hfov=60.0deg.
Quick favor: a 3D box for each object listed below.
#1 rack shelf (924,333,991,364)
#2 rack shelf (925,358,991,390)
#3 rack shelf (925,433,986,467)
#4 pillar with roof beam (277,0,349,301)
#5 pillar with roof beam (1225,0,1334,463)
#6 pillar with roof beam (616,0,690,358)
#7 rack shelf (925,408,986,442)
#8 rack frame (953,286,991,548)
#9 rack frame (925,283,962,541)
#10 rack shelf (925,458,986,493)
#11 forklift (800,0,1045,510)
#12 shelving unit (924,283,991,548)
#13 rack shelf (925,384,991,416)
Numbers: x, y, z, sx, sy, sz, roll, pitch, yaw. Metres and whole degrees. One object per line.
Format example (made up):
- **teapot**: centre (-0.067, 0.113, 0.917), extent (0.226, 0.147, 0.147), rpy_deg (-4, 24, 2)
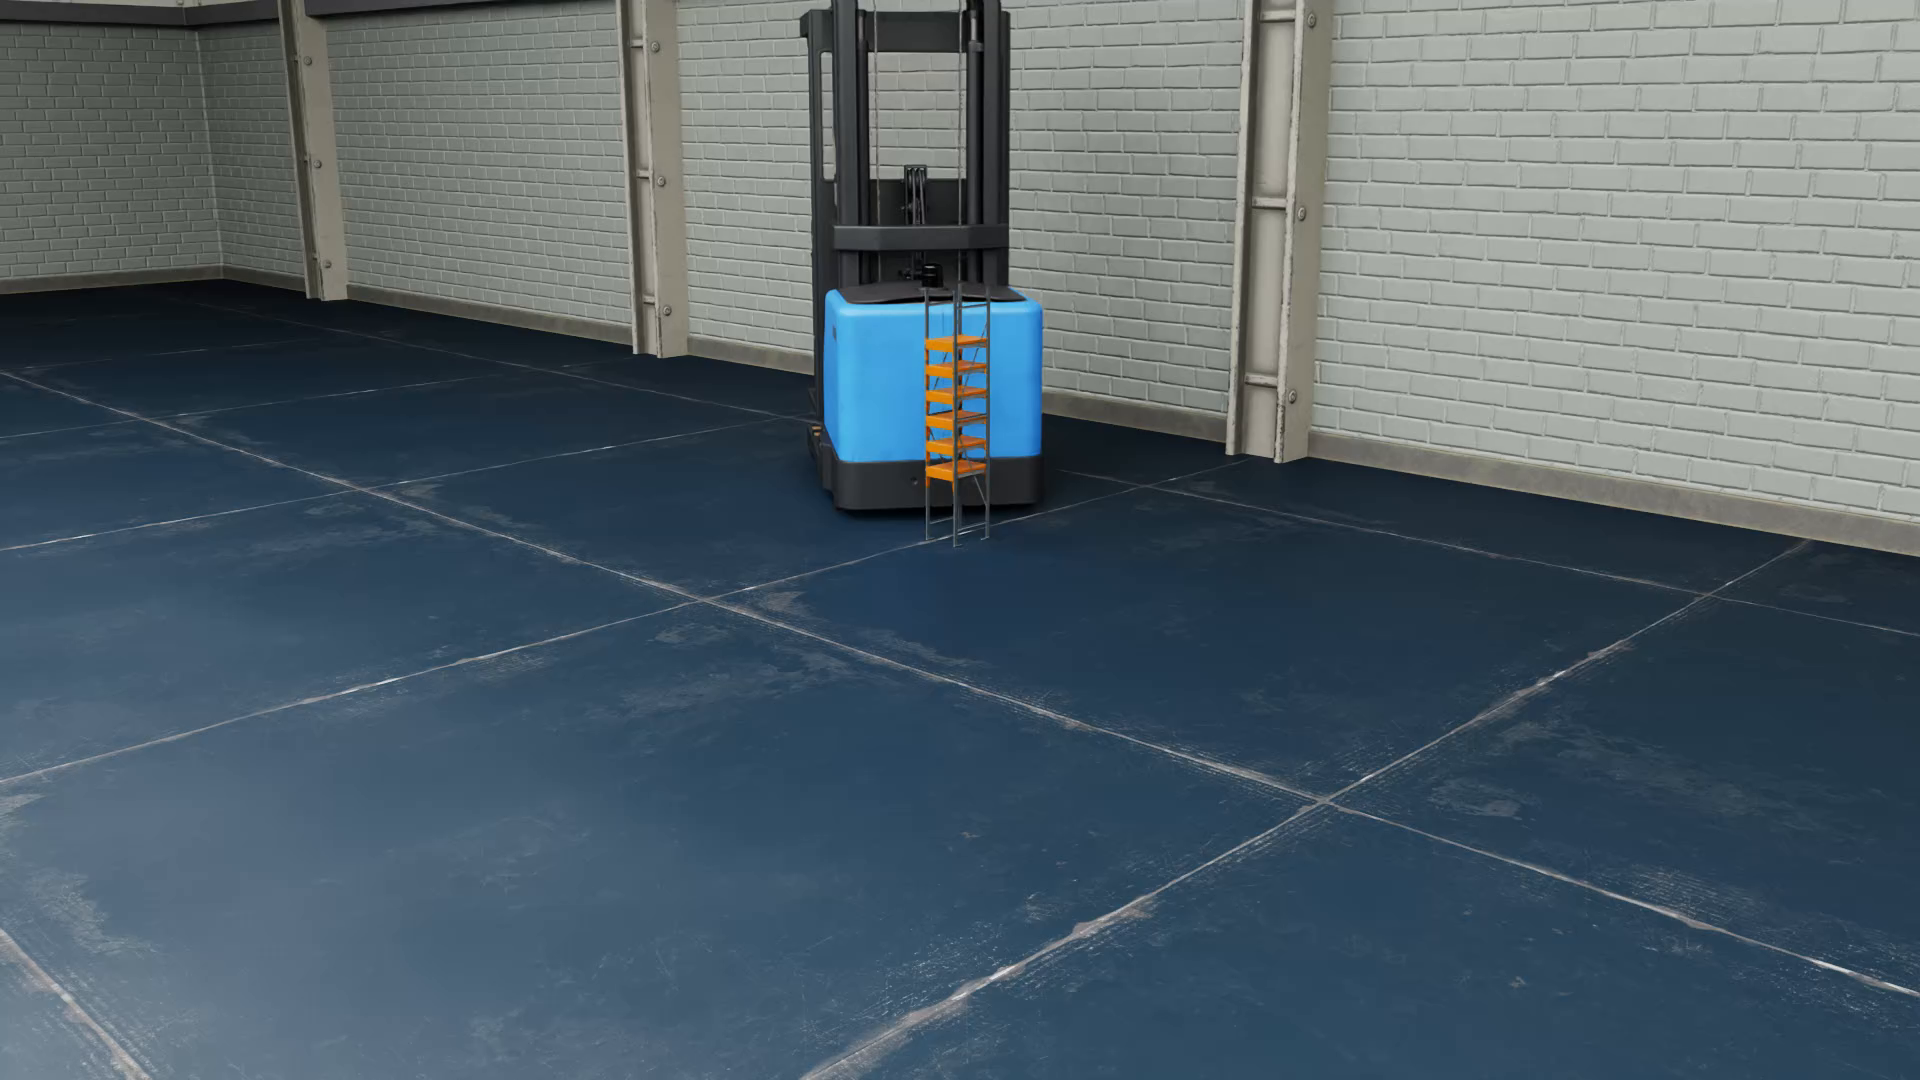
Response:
- **rack shelf**: centre (-0.010, -0.889, 7.711), extent (0.180, 0.103, 0.258), rpy_deg (14, 20, 42)
- **rack shelf**: centre (-0.010, -0.772, 7.741), extent (0.180, 0.103, 0.258), rpy_deg (14, 20, 42)
- **rack shelf**: centre (-0.010, -0.424, 7.832), extent (0.180, 0.103, 0.258), rpy_deg (14, 20, 42)
- **pillar with roof beam**: centre (-9.800, -6.180, 13.803), extent (0.400, 9.000, 9.100), rpy_deg (14, 20, 42)
- **pillar with roof beam**: centre (-1.162, -4.080, 5.743), extent (0.400, 9.000, 9.100), rpy_deg (14, 20, 42)
- **pillar with roof beam**: centre (-5.481, -5.130, 9.773), extent (0.400, 9.000, 9.100), rpy_deg (14, 20, 42)
- **rack shelf**: centre (-0.010, -0.540, 7.802), extent (0.180, 0.103, 0.258), rpy_deg (14, 20, 42)
- **rack frame**: centre (0.055, -0.567, 7.729), extent (0.006, 1.200, 0.240), rpy_deg (14, 20, 42)
- **rack frame**: centre (-0.076, -0.599, 7.852), extent (0.006, 1.200, 0.240), rpy_deg (14, 20, 42)
- **rack shelf**: centre (-0.010, -0.308, 7.862), extent (0.180, 0.103, 0.258), rpy_deg (14, 20, 42)
- **forklift**: centre (-0.310, -1.890, 9.374), extent (1.130, 2.935, 3.031), rpy_deg (-2, 15, -9)
- **shelving unit**: centre (-0.010, -0.583, 7.791), extent (0.189, 1.200, 0.258), rpy_deg (14, 20, 42)
- **rack shelf**: centre (-0.010, -0.656, 7.771), extent (0.180, 0.103, 0.258), rpy_deg (14, 20, 42)
